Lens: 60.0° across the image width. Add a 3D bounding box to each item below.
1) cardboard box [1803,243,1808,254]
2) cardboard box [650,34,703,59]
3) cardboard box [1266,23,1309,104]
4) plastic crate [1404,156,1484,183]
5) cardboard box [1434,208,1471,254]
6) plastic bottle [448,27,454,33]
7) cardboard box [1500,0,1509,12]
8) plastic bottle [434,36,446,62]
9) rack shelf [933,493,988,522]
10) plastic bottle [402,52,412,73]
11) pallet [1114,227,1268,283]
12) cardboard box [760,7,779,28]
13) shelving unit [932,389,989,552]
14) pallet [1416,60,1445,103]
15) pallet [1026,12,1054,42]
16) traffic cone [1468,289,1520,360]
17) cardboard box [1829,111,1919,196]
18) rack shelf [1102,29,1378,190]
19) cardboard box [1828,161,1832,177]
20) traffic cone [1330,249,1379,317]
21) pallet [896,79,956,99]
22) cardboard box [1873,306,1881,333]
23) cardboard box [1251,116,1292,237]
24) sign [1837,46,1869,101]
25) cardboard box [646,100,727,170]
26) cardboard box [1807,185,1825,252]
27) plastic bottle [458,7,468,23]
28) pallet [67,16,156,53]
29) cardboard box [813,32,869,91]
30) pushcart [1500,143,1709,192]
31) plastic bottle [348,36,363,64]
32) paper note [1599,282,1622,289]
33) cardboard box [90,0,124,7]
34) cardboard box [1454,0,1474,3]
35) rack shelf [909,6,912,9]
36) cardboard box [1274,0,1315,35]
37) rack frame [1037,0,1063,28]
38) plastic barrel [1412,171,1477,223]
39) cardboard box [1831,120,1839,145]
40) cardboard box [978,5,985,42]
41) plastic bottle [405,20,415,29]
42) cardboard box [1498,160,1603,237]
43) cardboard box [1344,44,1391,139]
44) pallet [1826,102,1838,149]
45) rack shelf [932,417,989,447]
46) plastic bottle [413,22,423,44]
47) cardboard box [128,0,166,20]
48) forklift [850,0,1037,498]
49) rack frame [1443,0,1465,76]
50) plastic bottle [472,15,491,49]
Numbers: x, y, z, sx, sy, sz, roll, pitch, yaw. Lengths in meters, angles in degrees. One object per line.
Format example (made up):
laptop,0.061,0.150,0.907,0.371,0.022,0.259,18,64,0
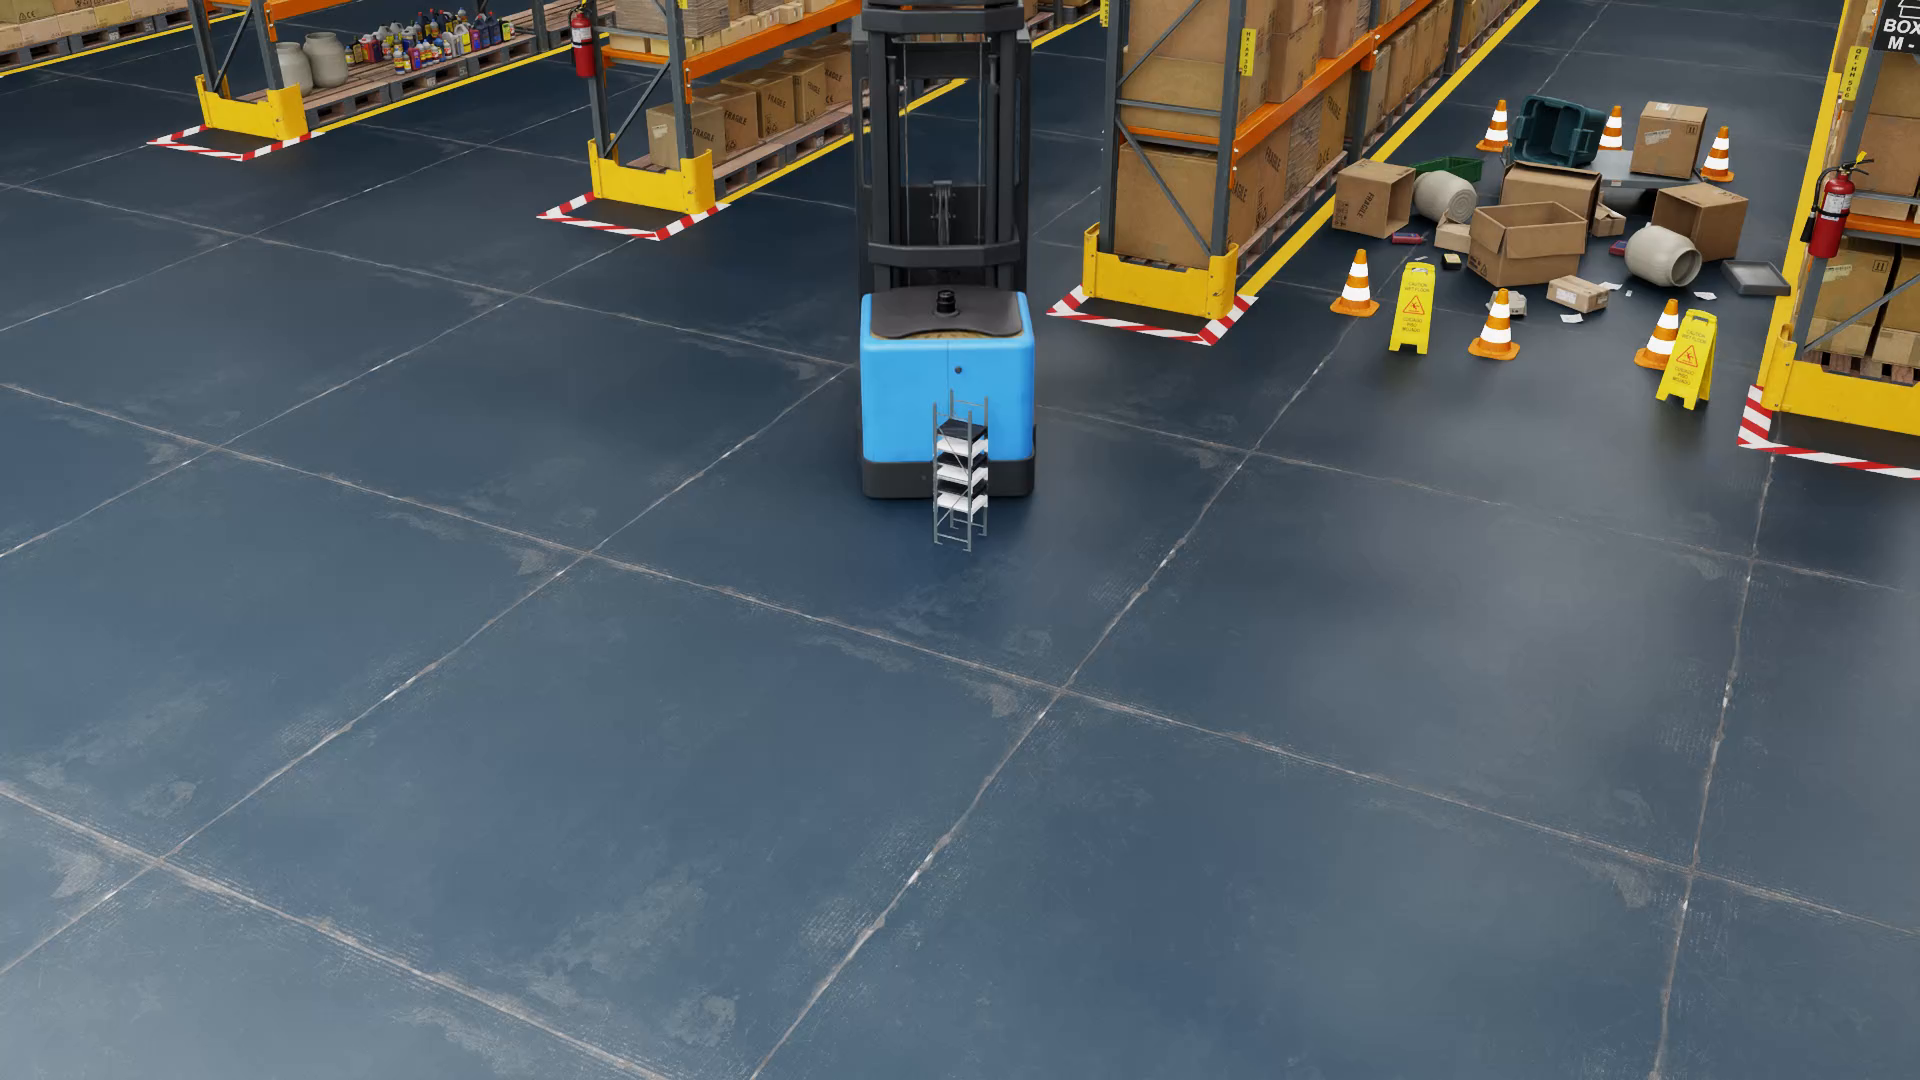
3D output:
cardboard box,7.085,-2.434,13.316,0.500,0.250,0.500,16,34,26
cardboard box,-2.475,-4.322,14.516,0.380,0.149,0.250,14,33,23
cardboard box,2.279,-3.897,13.373,0.875,0.550,0.550,14,33,23
plastic crate,4.462,-3.393,15.412,0.662,0.188,0.450,-18,24,-28
cardboard box,4.231,-2.596,14.005,0.396,0.266,0.258,21,36,32
plastic bottle,-5.778,-5.701,18.951,0.061,0.283,0.133,14,33,23
cardboard box,6.672,-6.994,21.005,0.500,0.500,0.500,13,33,22
plastic bottle,-5.829,-5.509,18.629,0.097,0.271,0.097,0,30,0
rack shelf,0.004,-0.209,9.638,0.258,0.077,0.200,14,33,23
plastic bottle,-6.075,-5.238,18.228,0.097,0.201,0.097,0,30,0
pallet,1.847,-2.351,13.633,1.003,0.211,1.213,14,33,23
cardboard box,-1.911,-4.878,15.484,0.380,0.149,0.250,14,33,23
shelving unit,0.004,-0.394,9.532,0.258,0.900,0.210,14,33,23
pallet,4.771,-5.193,18.582,1.003,0.211,1.213,14,33,23
pallet,0.470,-6.350,20.595,1.003,0.211,1.213,14,33,23
traffic cone,3.910,-1.595,12.062,0.336,0.463,0.334,14,33,23
cardboard box,6.007,-2.586,10.842,0.500,0.500,0.500,14,33,22
rack shelf,2.464,-3.763,14.013,1.077,0.370,4.000,14,33,23
cardboard box,6.228,-2.583,11.488,0.380,0.149,0.250,15,33,24
traffic cone,3.059,-2.002,12.771,0.336,0.463,0.334,14,33,23
pallet,-0.641,-5.268,18.712,1.003,0.211,1.213,14,33,23
cardboard box,6.858,-1.620,11.898,0.500,0.250,0.500,16,33,25
cardboard box,2.202,-3.155,13.945,0.875,0.875,0.875,14,33,23
sign,5.520,-2.884,10.281,0.100,0.325,0.005,14,33,23
cardboard box,-2.517,-3.730,15.321,0.500,0.500,0.500,21,36,32
cardboard box,6.609,-2.294,12.319,0.500,0.500,0.500,14,33,22
plastic bottle,-5.939,-6.221,19.869,0.097,0.271,0.097,0,30,0
pallet,-10.766,-6.286,20.484,1.003,0.211,1.213,14,33,23
cardboard box,-1.212,-5.062,17.641,0.500,0.500,0.500,13,32,22
pushcart,5.775,-3.242,15.016,1.648,0.377,0.936,4,30,6
plastic bottle,-6.743,-5.465,18.540,0.061,0.283,0.133,15,33,24
paper note,5.184,-2.031,13.268,0.142,0.019,0.148,-25,38,-36
cardboard box,-10.506,-6.774,20.121,0.500,0.500,0.500,14,33,23
cardboard box,5.727,-6.409,19.234,0.500,0.250,0.500,13,32,21
rack shelf,-0.083,-6.706,19.139,1.077,0.370,4.000,14,33,23
cardboard box,2.301,-4.360,13.095,0.875,0.550,0.550,14,33,23
rack frame,0.828,-7.905,20.504,1.000,3.000,0.127,14,33,23
plastic barrel,4.224,-2.994,14.538,0.421,0.421,0.512,-12,32,-20
cardboard box,7.208,-3.238,13.311,0.380,0.149,0.250,15,33,24
cardboard box,0.047,-6.209,19.618,0.700,0.500,0.500,17,34,27
plastic bottle,-6.339,-5.857,19.223,0.061,0.283,0.133,16,33,25
cardboard box,4.970,-2.856,14.082,0.797,0.637,0.503,14,33,23
cardboard box,3.577,-4.464,16.349,1.050,0.750,0.750,14,33,23
pallet,9.292,-4.102,16.680,1.003,0.211,1.213,14,33,23
rack shelf,0.004,-0.599,9.414,0.258,0.077,0.200,14,33,23
plastic bottle,-6.261,-5.842,19.209,0.097,0.271,0.097,0,30,0
cardboard box,-10.280,-6.671,20.694,0.500,0.250,0.500,14,33,23
forklift,-0.123,-2.222,10.677,1.130,2.935,3.031,-1,30,-2
rack frame,5.197,-6.735,18.466,1.000,3.000,0.127,14,33,23
plastic bottle,-5.528,-5.861,19.163,0.144,0.351,0.185,13,32,21
